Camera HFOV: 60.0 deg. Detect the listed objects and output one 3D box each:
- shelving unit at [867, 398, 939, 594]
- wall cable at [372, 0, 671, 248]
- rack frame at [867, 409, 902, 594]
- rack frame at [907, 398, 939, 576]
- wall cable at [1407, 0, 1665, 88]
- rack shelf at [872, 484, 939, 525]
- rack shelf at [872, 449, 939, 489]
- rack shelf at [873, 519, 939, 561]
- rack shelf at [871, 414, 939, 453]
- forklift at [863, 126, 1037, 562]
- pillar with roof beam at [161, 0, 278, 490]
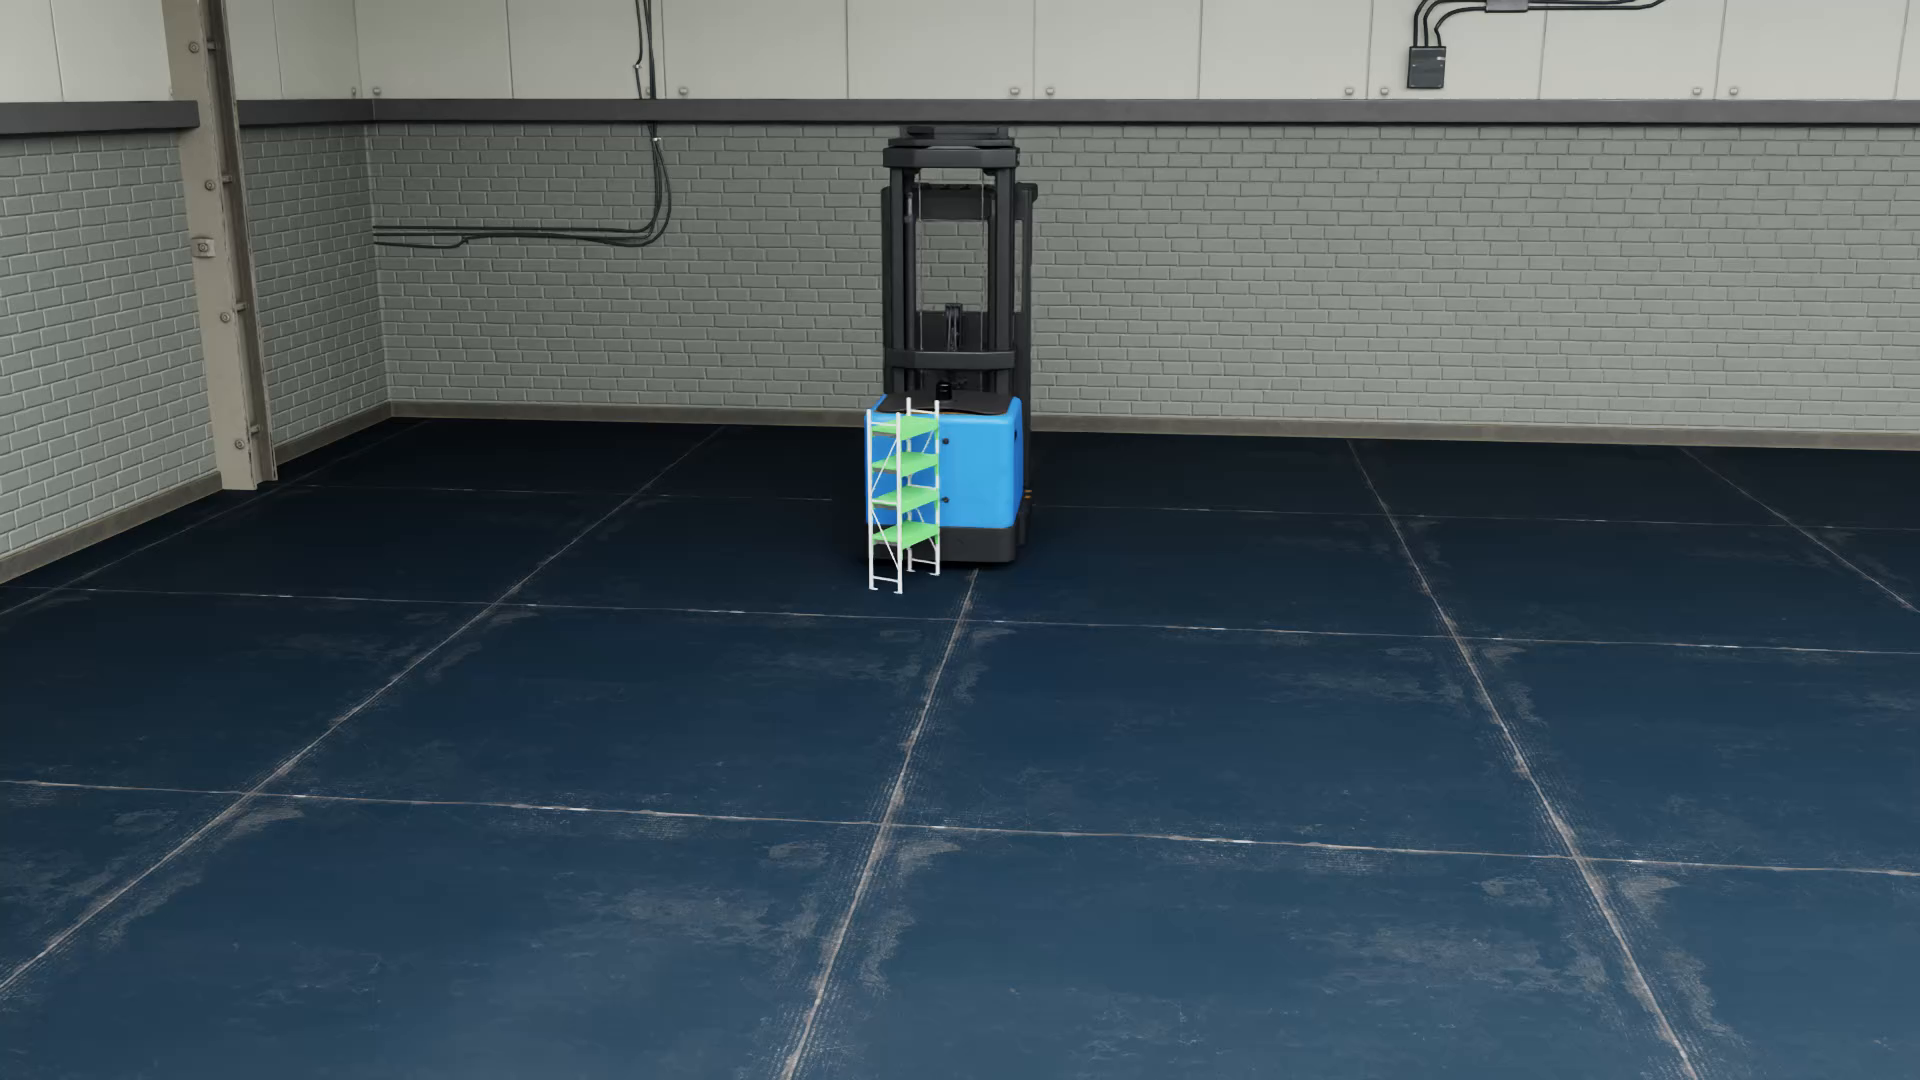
[{"bbox_3d":[-0.367,-0.297,10.963,0.258,1.200,0.503,8,17,28],"label":"shelving unit"},{"bbox_3d":[-4.295,-4.038,15.804,3.097,2.526,0.112,2,15,6],"label":"wall cable"},{"bbox_3d":[-0.488,-0.242,10.758,0.240,1.200,0.015,8,17,28],"label":"rack frame"},{"bbox_3d":[-0.247,-0.353,11.168,0.240,1.200,0.015,8,17,28],"label":"rack frame"},{"bbox_3d":[5.136,-6.895,13.906,2.305,6.003,0.169,2,15,6],"label":"wall cable"},{"bbox_3d":[-0.367,-0.236,10.980,0.258,0.148,0.480,8,17,28],"label":"rack shelf"},{"bbox_3d":[-0.367,-0.467,10.917,0.258,0.148,0.480,8,17,28],"label":"rack shelf"},{"bbox_3d":[-0.367,-0.004,11.042,0.258,0.148,0.480,8,17,28],"label":"rack shelf"},{"bbox_3d":[-0.367,-0.699,10.854,0.258,0.148,0.480,8,17,28],"label":"rack shelf"},{"bbox_3d":[0.001,-1.597,12.452,1.130,2.935,3.031,2,15,6],"label":"forklift"},{"bbox_3d":[-1.664,-4.685,12.249,9.100,9.000,0.400,2,15,6],"label":"pillar with roof beam"}]
